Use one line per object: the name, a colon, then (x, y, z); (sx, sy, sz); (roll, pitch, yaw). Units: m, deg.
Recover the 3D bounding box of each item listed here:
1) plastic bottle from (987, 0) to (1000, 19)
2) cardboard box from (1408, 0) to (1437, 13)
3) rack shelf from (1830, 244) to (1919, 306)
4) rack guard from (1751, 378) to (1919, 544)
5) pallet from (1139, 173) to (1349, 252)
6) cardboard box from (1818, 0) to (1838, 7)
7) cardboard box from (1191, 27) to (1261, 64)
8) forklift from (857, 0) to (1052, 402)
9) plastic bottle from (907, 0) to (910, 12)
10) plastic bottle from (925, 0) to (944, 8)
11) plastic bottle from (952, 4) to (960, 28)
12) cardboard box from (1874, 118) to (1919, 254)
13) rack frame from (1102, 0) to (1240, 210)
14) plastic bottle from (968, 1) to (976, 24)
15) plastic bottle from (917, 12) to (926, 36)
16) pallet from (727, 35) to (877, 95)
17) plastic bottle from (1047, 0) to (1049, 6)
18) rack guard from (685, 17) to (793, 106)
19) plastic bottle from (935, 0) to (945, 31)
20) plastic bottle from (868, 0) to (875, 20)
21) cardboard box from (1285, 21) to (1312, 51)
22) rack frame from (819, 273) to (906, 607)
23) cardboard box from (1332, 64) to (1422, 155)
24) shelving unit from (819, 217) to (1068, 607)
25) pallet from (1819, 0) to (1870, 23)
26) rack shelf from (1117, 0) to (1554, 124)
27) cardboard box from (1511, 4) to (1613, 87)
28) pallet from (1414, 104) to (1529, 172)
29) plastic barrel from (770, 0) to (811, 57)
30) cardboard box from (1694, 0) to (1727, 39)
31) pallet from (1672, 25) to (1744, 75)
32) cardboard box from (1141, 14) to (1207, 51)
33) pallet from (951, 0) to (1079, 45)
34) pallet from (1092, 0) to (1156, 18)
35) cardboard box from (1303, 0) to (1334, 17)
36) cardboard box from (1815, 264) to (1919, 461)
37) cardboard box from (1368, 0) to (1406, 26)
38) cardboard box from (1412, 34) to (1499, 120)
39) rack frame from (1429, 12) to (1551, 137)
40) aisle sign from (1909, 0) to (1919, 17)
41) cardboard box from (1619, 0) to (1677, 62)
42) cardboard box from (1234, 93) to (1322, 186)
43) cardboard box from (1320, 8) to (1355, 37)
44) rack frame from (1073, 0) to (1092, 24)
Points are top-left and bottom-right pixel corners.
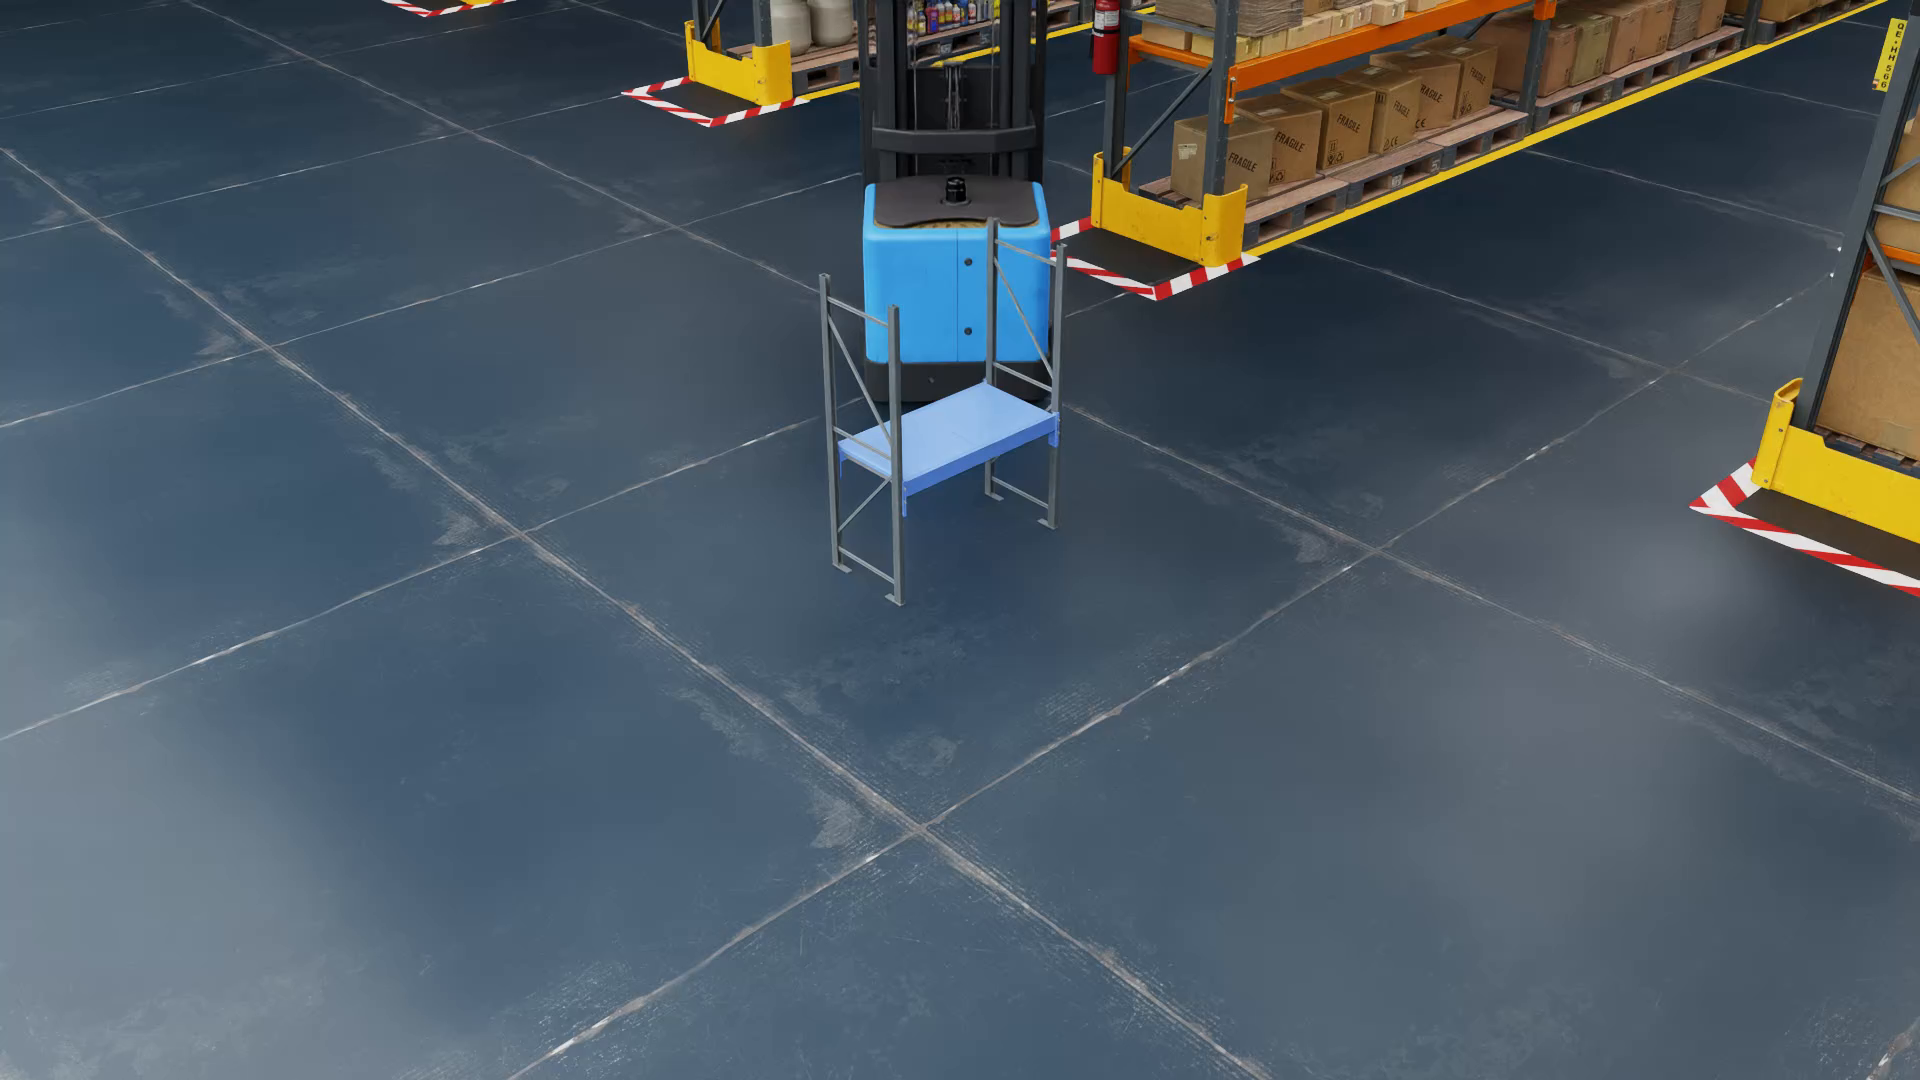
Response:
plastic bottle: (0.295, -5.219, 16.028); (0.185, 0.351, 0.144); (-26, 40, -36)
cardboard box: (3.248, -3.966, 12.102); (0.250, 0.149, 0.380); (-26, 40, -35)
rack shelf: (6.148, -1.839, 9.072); (4.000, 0.370, 1.077); (-26, 40, -35)
rack guard: (4.664, -0.361, 8.362); (0.348, 0.500, 1.175); (-26, 40, -35)
pallet: (2.058, -2.482, 12.106); (1.213, 0.211, 1.003); (-26, 40, -35)
cardboard box: (8.428, -6.030, 16.870); (0.875, 0.875, 1.225); (-26, 40, -35)
cardboard box: (1.754, -3.272, 10.967); (0.250, 0.149, 0.380); (-26, 40, -35)
forklift: (-0.052, -2.762, 9.957); (1.130, 2.935, 3.031); (-1, 31, -1)
plastic bottle: (-0.532, -5.164, 16.081); (0.097, 0.201, 0.097); (0, 31, 0)
plastic bottle: (-0.257, -5.316, 16.257); (0.135, 0.276, 0.152); (-26, 40, -35)
plastic bottle: (-0.046, -4.974, 15.770); (0.097, 0.201, 0.097); (0, 31, 0)
cardboard box: (4.923, -1.649, 7.928); (0.550, 0.550, 0.875); (-26, 40, -35)
rack frame: (1.383, -3.370, 10.885); (0.127, 3.000, 1.000); (-26, 40, -35)
plastic bottle: (0.105, -5.047, 15.889); (0.097, 0.201, 0.097); (0, 31, 0)
plastic bottle: (-0.367, -4.819, 15.516); (0.097, 0.201, 0.097); (0, 31, 0)
pallet: (-1.362, -4.406, 15.253); (1.213, 0.211, 1.003); (-26, 40, -35)
plastic bottle: (0.820, -5.415, 16.413); (0.133, 0.283, 0.061); (-24, 39, -33)
rack guard: (-1.961, -4.243, 14.709); (0.348, 0.500, 1.175); (-26, 40, -35)
plastic bottle: (-0.192, -4.934, 15.636); (0.097, 0.271, 0.097); (0, 31, 0)
plastic bottle: (-0.863, -5.161, 15.996); (0.133, 0.283, 0.061); (-25, 39, -34)
cardboard box: (2.144, -3.437, 11.236); (0.250, 0.149, 0.380); (-26, 40, -35)
rack frame: (-0.435, -0.429, 7.514); (0.032, 1.500, 0.500); (-26, 40, -35)
cardboard box: (3.179, -3.318, 12.795); (0.500, 0.500, 0.500); (25, 39, 35)
shelving unit: (-0.063, -0.610, 7.809); (1.048, 1.500, 0.538); (-26, 40, -35)
pallet: (8.773, -5.699, 17.368); (1.213, 0.211, 1.003); (-26, 40, -35)
rack shelf: (2.850, -3.772, 12.233); (4.000, 0.370, 1.077); (-26, 40, -35)
cardboard box: (5.144, -4.281, 14.350); (0.500, 0.500, 0.700); (-26, 40, -36)
pallet: (3.848, -3.347, 13.521); (1.213, 0.211, 1.003); (-26, 40, -35)
plastic barrel: (-1.554, -4.645, 14.953); (0.421, 0.512, 0.421); (0, 31, 0)
cardboard box: (6.772, -5.083, 15.662); (0.700, 0.500, 0.500); (27, 40, 36)
pallet: (6.675, -4.741, 15.801); (1.213, 0.211, 1.003); (-26, 40, -35)
cardboard box: (1.452, -3.443, 11.245); (0.250, 0.149, 0.380); (-26, 40, -35)
pallet: (0.428, -5.271, 16.668); (1.213, 0.211, 1.003); (-26, 40, -35)
pallet: (1.498, -5.787, 17.511); (1.213, 0.211, 1.003); (-26, 40, -35)
cardboard box: (2.090, -3.947, 11.449); (0.500, 0.500, 0.875); (-26, 40, -35)
cardboard box: (5.134, -0.975, 8.603); (0.875, 0.875, 0.875); (-26, 40, -35)
cardboard box: (2.920, -3.767, 11.776); (0.250, 0.149, 0.380); (-26, 40, -35)
cardboard box: (3.996, -3.775, 13.541); (0.500, 0.500, 0.500); (-27, 41, -37)
rack frame: (4.316, -4.788, 13.206); (0.127, 3.000, 1.000); (-26, 40, -35)
aisle sign: (4.425, -2.635, 7.192); (0.004, 0.787, 0.394); (-26, 40, -35)
cardboard box: (5.962, -4.678, 14.999); (0.500, 0.500, 0.700); (-22, 38, -32)
cardboard box: (2.267, -2.923, 12.148); (0.500, 0.500, 0.500); (-15, 35, -23)
cardboard box: (2.501, -3.619, 11.534); (0.250, 0.149, 0.380); (-26, 40, -35)
rack frame: (0.948, -6.683, 16.304); (0.127, 3.000, 1.000); (-26, 40, -35)
